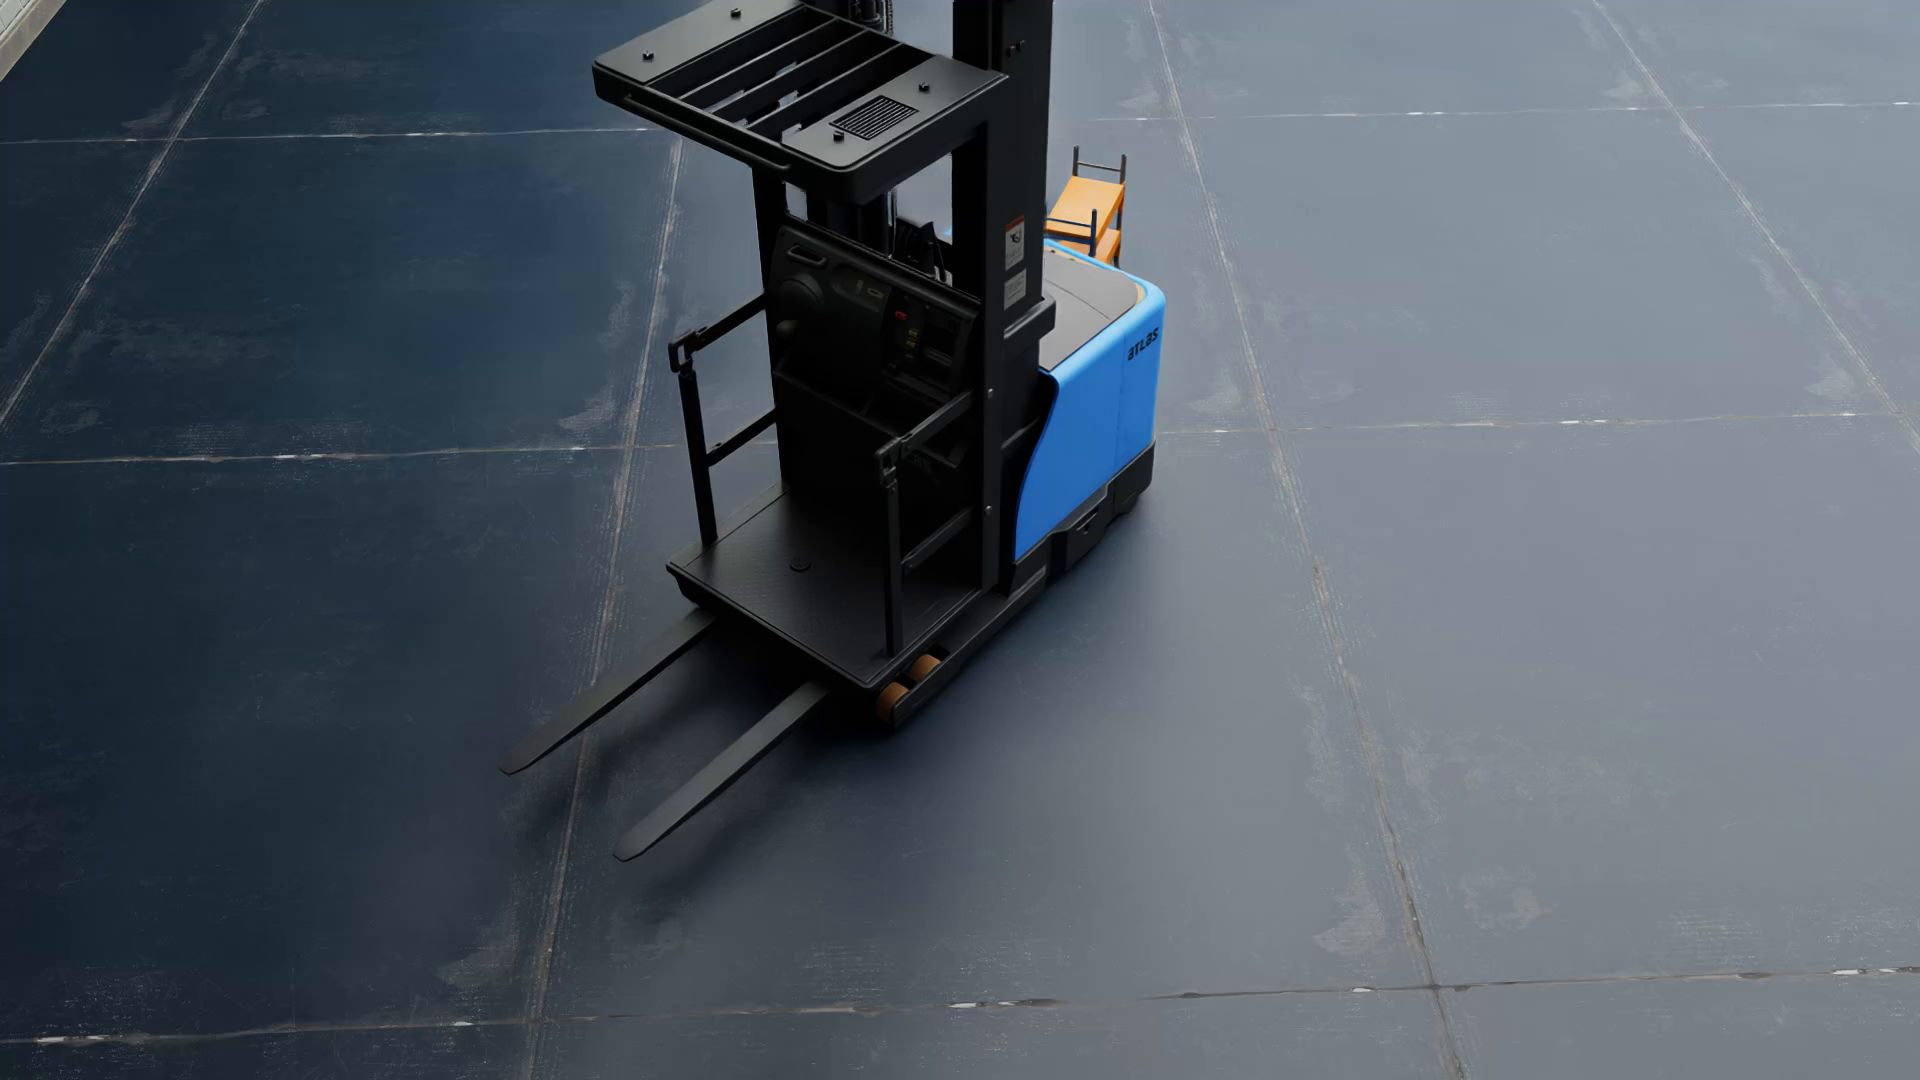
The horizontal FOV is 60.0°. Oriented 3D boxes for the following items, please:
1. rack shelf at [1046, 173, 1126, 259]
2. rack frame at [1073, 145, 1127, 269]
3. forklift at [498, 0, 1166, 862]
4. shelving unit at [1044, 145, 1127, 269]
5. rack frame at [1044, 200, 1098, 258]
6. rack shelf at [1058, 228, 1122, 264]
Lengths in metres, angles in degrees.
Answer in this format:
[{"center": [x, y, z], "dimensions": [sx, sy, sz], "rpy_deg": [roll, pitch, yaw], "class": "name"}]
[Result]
[{"center": [0.542, -1.415, 7.324], "dimensions": [0.258, 0.148, 0.480], "rpy_deg": [13, 44, 14], "class": "rack shelf"}, {"center": [0.621, -1.281, 7.760], "dimensions": [0.240, 1.200, 0.015], "rpy_deg": [13, 44, 14], "class": "rack frame"}, {"center": [-0.462, -0.745, 5.894], "dimensions": [1.130, 2.935, 3.031], "rpy_deg": [29, 50, 28], "class": "forklift"}, {"center": [0.542, -1.125, 7.590], "dimensions": [0.258, 1.200, 0.503], "rpy_deg": [13, 44, 14], "class": "shelving unit"}, {"center": [0.462, -0.970, 7.420], "dimensions": [0.240, 1.200, 0.015], "rpy_deg": [13, 44, 14], "class": "rack frame"}, {"center": [0.542, -1.241, 7.484], "dimensions": [0.258, 0.148, 0.480], "rpy_deg": [13, 44, 14], "class": "rack shelf"}]
